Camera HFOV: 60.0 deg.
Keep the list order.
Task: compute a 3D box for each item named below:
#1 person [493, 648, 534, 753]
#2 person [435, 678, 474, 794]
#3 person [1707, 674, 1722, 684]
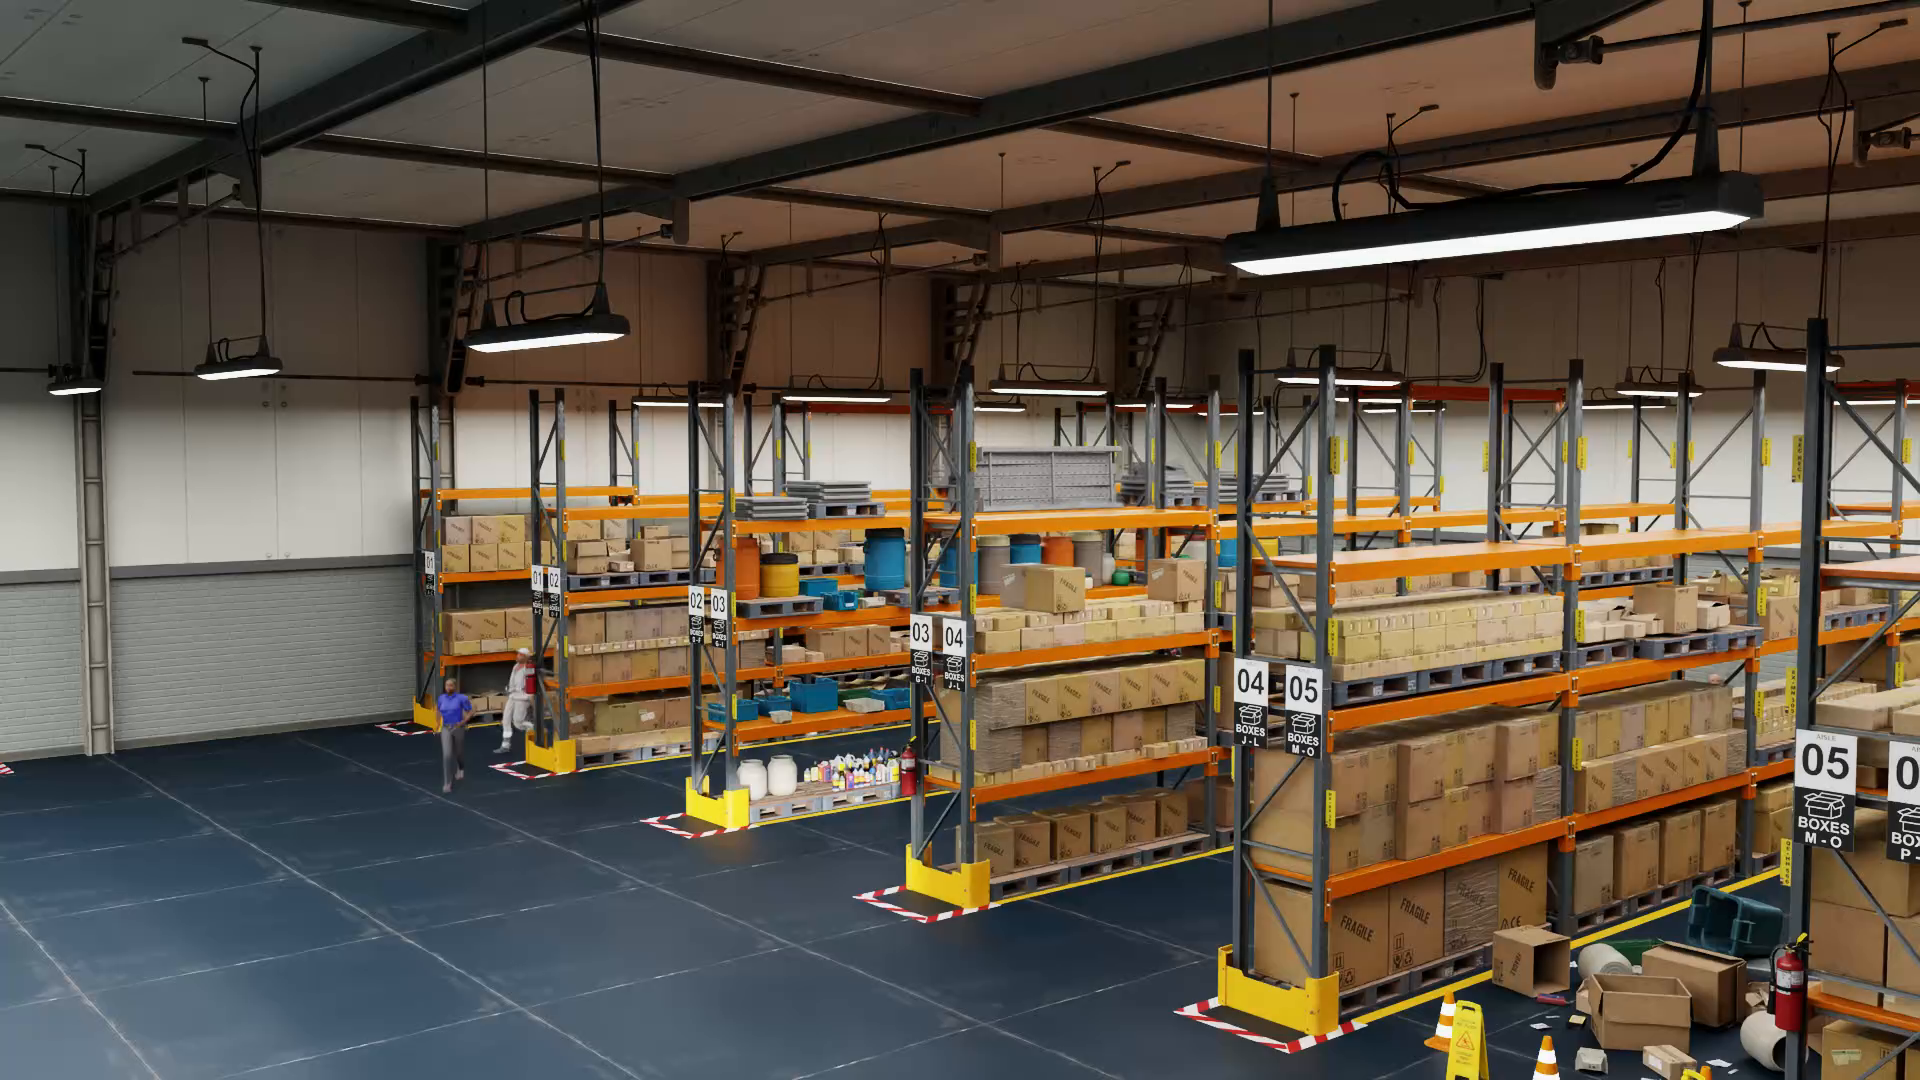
[{"bbox_3d":[-7.394,2.664,27.706,0.676,1.731,0.910,3,4,39],"label":"person"},{"bbox_3d":[-7.529,2.875,24.777,0.591,1.654,0.845,0,3,-5],"label":"person"},{"bbox_3d":[11.147,2.847,24.552,0.690,1.732,0.747,-2,4,-33],"label":"person"}]
